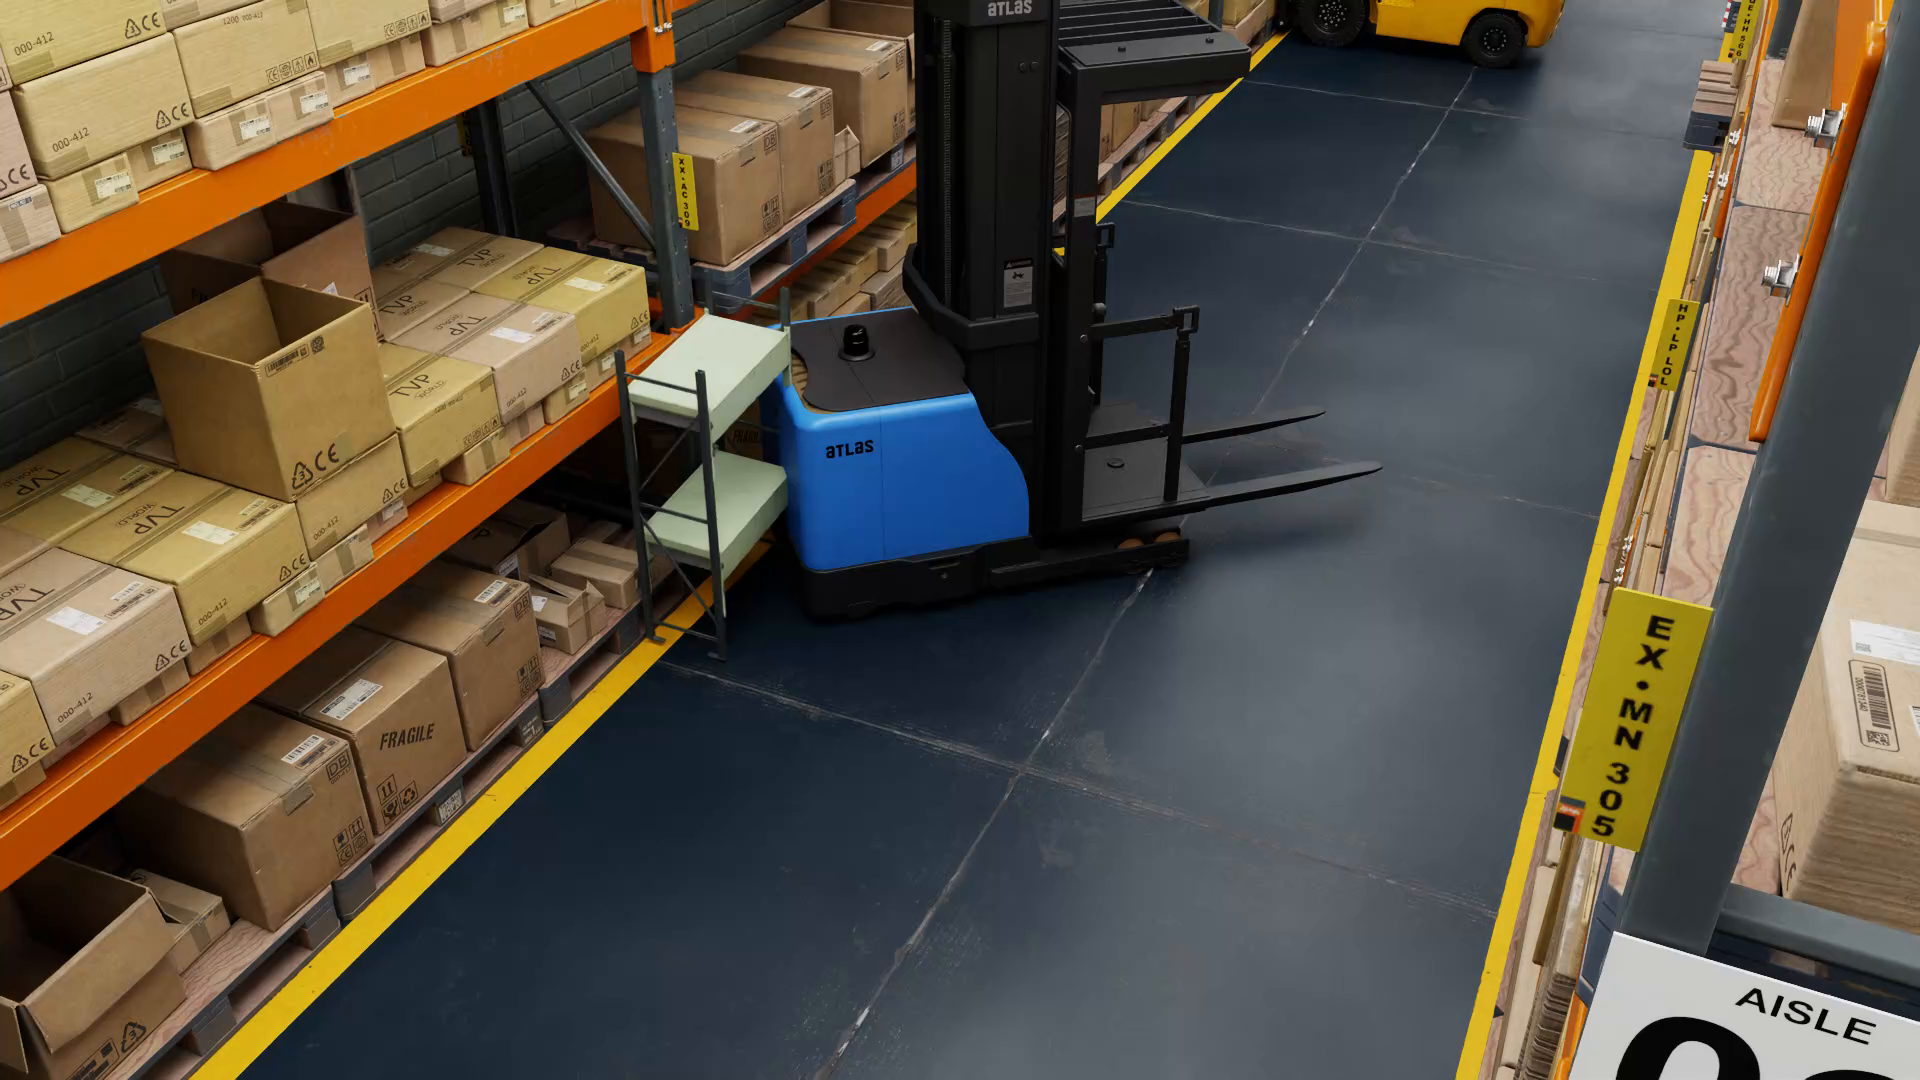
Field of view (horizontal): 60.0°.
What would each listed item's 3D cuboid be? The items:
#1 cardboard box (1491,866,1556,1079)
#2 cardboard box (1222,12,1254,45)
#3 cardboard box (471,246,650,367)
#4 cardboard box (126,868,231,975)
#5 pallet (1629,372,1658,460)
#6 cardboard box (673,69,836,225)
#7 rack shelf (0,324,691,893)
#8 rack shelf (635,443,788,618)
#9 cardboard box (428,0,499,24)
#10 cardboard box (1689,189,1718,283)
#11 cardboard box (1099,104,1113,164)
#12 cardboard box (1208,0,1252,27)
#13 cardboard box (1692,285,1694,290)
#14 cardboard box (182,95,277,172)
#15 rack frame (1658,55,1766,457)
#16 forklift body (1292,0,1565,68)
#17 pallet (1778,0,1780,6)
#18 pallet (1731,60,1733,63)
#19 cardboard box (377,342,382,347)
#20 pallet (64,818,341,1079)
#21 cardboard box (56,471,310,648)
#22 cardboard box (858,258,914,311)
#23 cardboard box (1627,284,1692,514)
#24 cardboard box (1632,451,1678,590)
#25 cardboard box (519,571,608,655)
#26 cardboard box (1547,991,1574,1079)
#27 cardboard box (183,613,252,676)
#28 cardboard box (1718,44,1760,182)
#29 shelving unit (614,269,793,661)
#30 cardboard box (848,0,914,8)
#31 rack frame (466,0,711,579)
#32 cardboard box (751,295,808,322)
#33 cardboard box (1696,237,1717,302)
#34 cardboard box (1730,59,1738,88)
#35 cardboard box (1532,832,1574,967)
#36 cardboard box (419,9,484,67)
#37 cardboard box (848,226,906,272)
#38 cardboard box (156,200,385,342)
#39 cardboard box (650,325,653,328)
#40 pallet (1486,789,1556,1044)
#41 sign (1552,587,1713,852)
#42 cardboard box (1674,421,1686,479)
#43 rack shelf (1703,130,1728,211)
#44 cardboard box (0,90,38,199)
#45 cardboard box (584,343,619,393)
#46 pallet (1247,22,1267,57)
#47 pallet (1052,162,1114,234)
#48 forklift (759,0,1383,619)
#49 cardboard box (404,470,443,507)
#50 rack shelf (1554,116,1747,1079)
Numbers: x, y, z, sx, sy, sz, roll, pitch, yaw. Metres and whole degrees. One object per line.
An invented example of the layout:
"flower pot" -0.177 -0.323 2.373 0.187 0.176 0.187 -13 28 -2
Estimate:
"cardboard box" 2.131 1.556 5.096 0.875 0.438 0.875 13 35 19
"cardboard box" 2.206 -4.386 14.328 0.500 0.250 0.500 15 36 21
"cardboard box" -1.636 -0.963 6.849 0.500 0.250 0.500 15 36 22
"cardboard box" -2.763 1.312 5.731 0.380 0.149 0.250 13 35 19
"pallet" 4.141 -0.525 8.858 1.003 0.211 1.213 14 36 20
"cardboard box" -1.022 -1.876 7.902 0.700 0.500 0.500 15 36 21
"rack shelf" -2.481 0.086 6.040 1.077 0.370 4.000 14 36 20
"rack shelf" -1.080 -0.054 7.488 0.431 0.370 0.720 15 39 16
"cardboard box" -1.827 -1.968 5.646 0.500 0.250 0.500 13 35 19
"cardboard box" 3.441 -1.265 7.125 0.500 0.250 0.500 15 36 21
"cardboard box" 0.569 -3.021 11.904 0.875 0.625 0.625 15 36 22
"cardboard box" 2.185 -4.600 14.199 0.500 0.250 0.500 14 36 20
"cardboard box" 3.682 -1.298 7.631 0.500 0.250 0.500 15 36 22
"cardboard box" -2.244 -1.215 4.861 0.380 0.149 0.250 14 36 21
"rack frame" 2.865 -0.074 5.628 1.000 3.000 0.127 14 36 20
"forklift body" 4.240 -5.470 14.630 2.313 2.155 1.214 14 36 20
"pallet" 3.204 -1.717 5.571 0.805 0.209 1.217 13 35 19
"pallet" 6.970 -3.845 13.921 1.003 0.211 1.213 14 36 20
"cardboard box" -2.518 -0.580 6.265 0.500 0.250 0.500 15 36 22
"pallet" -2.954 1.512 5.752 1.003 0.211 1.213 14 36 20
"cardboard box" -2.464 0.051 5.303 0.500 0.250 0.500 13 36 20
"cardboard box" -0.589 -1.303 9.398 0.500 0.500 0.500 13 35 19
"cardboard box" 3.797 -0.585 7.962 0.875 0.875 0.875 15 36 21
"cardboard box" 2.005 0.150 4.283 0.500 0.500 0.500 15 36 21
"cardboard box" -1.760 0.279 7.199 0.396 0.266 0.258 15 36 22
"cardboard box" 1.177 1.163 2.738 0.500 0.500 0.500 15 36 22
"cardboard box" -2.521 0.264 5.341 0.380 0.149 0.250 15 36 21
"cardboard box" 3.681 -1.834 7.308 0.500 0.500 0.500 15 36 22
"shelving unit" -1.071 -0.313 7.291 0.431 1.500 0.755 15 39 16
"cardboard box" -0.328 -3.200 9.921 0.500 0.500 0.500 16 36 23
"rack frame" -1.645 -1.211 7.362 1.000 3.000 0.127 14 36 20
"cardboard box" -1.008 -1.156 8.583 0.380 0.149 0.250 14 36 20
"cardboard box" 2.824 -0.814 5.753 0.500 0.500 0.500 15 36 22
"cardboard box" 4.573 -2.640 9.387 0.380 0.149 0.250 14 36 20
"cardboard box" 1.787 0.810 4.188 0.500 0.500 0.500 15 36 22
"cardboard box" -1.859 -1.739 5.661 0.380 0.149 0.250 14 36 20
"cardboard box" -0.528 -1.647 9.331 0.380 0.149 0.250 12 35 18
"cardboard box" -2.509 -0.906 6.078 0.500 0.500 0.500 13 35 19
"cardboard box" -1.647 -0.995 8.336 0.380 0.149 0.250 14 36 21
"pallet" 2.476 1.453 5.842 1.003 0.211 1.213 14 36 20
"sign" 0.705 0.195 1.746 0.100 0.325 0.005 14 36 20
"cardboard box" 2.039 -0.204 4.231 0.380 0.149 0.250 13 35 19
"rack shelf" 5.376 -2.762 10.382 1.077 0.370 4.000 14 36 20
"cardboard box" -2.690 -0.951 4.095 0.500 0.250 0.500 15 36 21
"cardboard box" -1.638 -0.755 6.895 0.380 0.149 0.250 15 36 22
"pallet" 2.073 -4.416 14.792 1.003 0.211 1.213 14 36 20
"pallet" 0.409 -2.438 11.776 1.003 0.211 1.213 14 36 20
"forklift" 0.595 -1.329 7.604 3.031 2.935 1.130 -10 35 -15
"cardboard box" -2.150 -0.259 6.138 0.380 0.149 0.250 15 36 21
"rack shelf" 2.029 -0.032 3.483 1.077 0.370 4.000 14 36 20
